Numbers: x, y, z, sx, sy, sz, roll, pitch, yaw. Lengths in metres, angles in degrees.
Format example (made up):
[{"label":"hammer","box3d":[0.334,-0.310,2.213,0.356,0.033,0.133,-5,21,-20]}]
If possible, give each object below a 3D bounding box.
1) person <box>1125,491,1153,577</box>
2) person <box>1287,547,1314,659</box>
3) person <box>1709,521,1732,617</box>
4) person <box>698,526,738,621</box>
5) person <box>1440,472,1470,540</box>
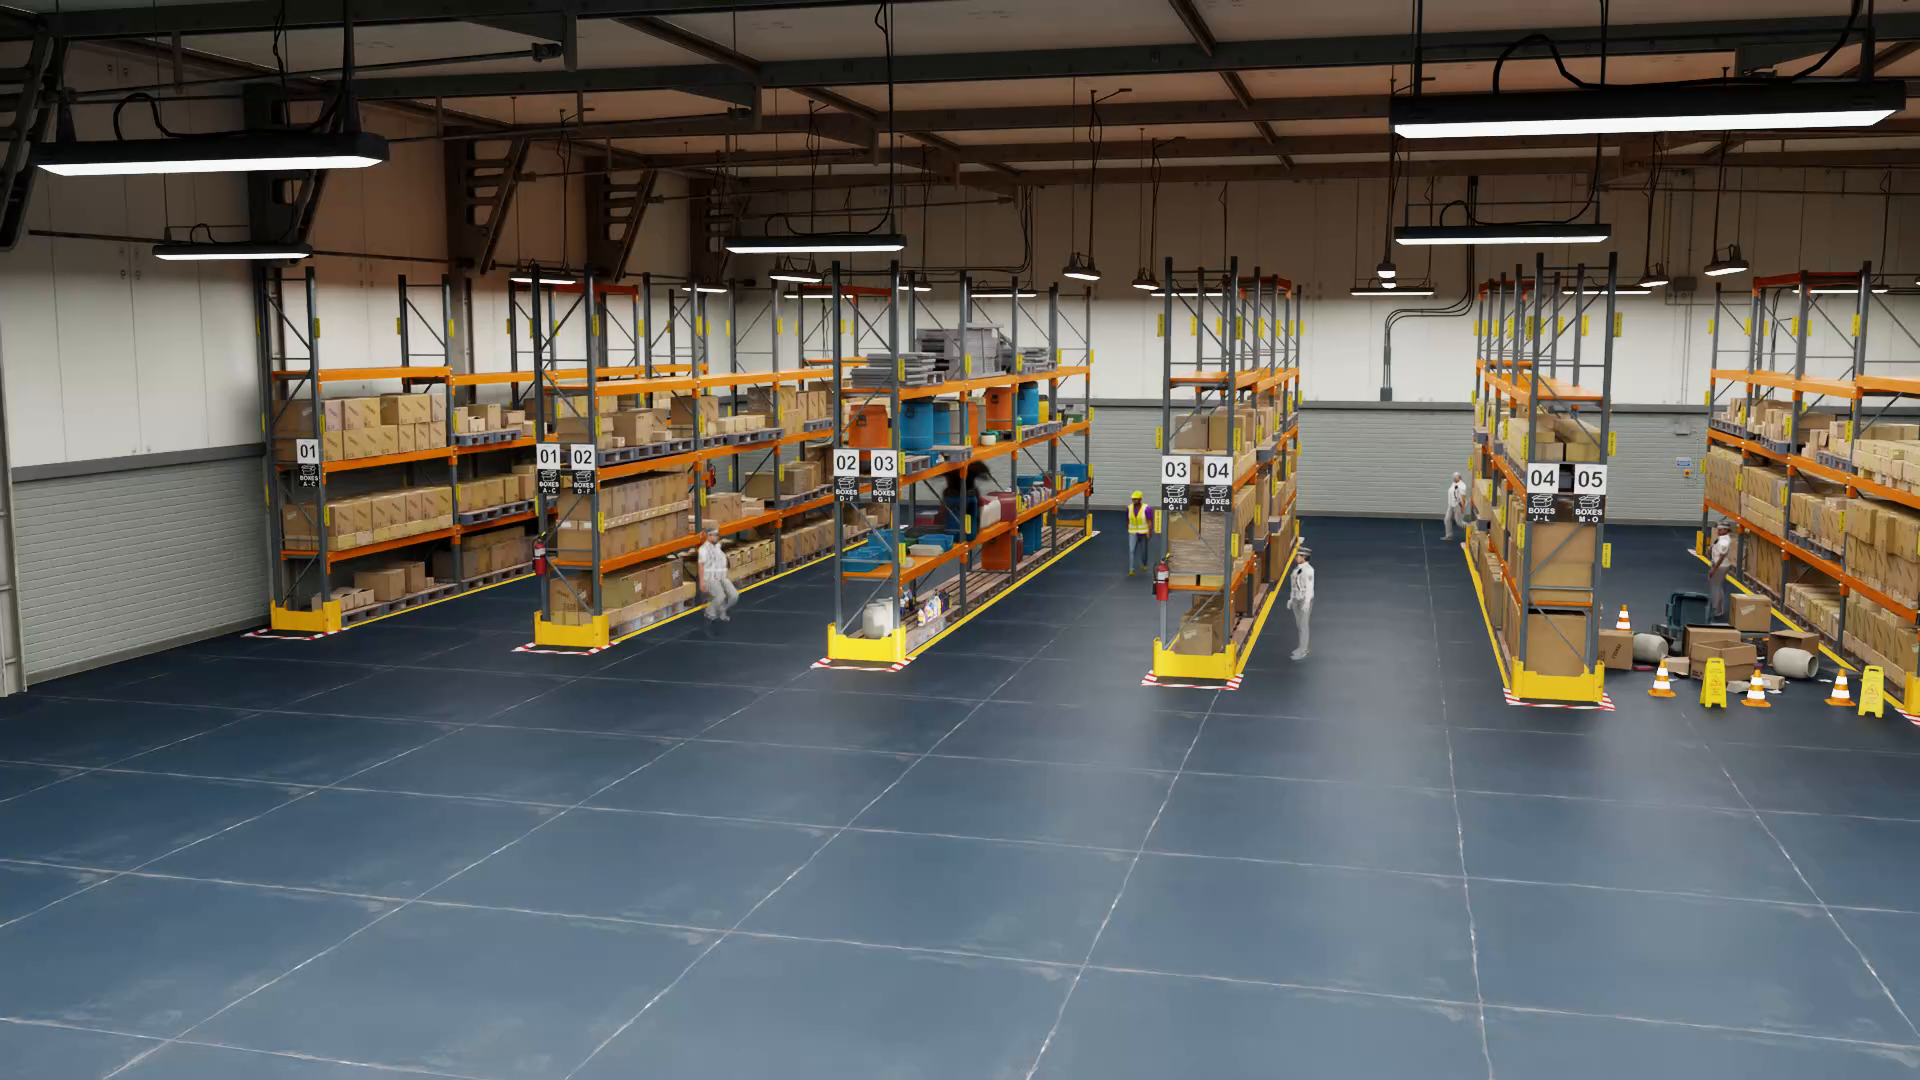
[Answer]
[{"label":"person","box3d":[3.633,-0.137,33.840,0.579,1.723,1.031,2,7,12]},{"label":"person","box3d":[5.199,0.957,25.463,0.465,1.705,0.477,-4,8,-29]},{"label":"person","box3d":[13.189,0.526,28.942,0.428,1.720,0.531,6,9,39]},{"label":"person","box3d":[-3.996,0.565,27.175,0.542,1.584,0.658,5,9,37]},{"label":"person","box3d":[11.784,-0.804,39.258,0.800,1.625,0.505,-2,8,-16]}]
